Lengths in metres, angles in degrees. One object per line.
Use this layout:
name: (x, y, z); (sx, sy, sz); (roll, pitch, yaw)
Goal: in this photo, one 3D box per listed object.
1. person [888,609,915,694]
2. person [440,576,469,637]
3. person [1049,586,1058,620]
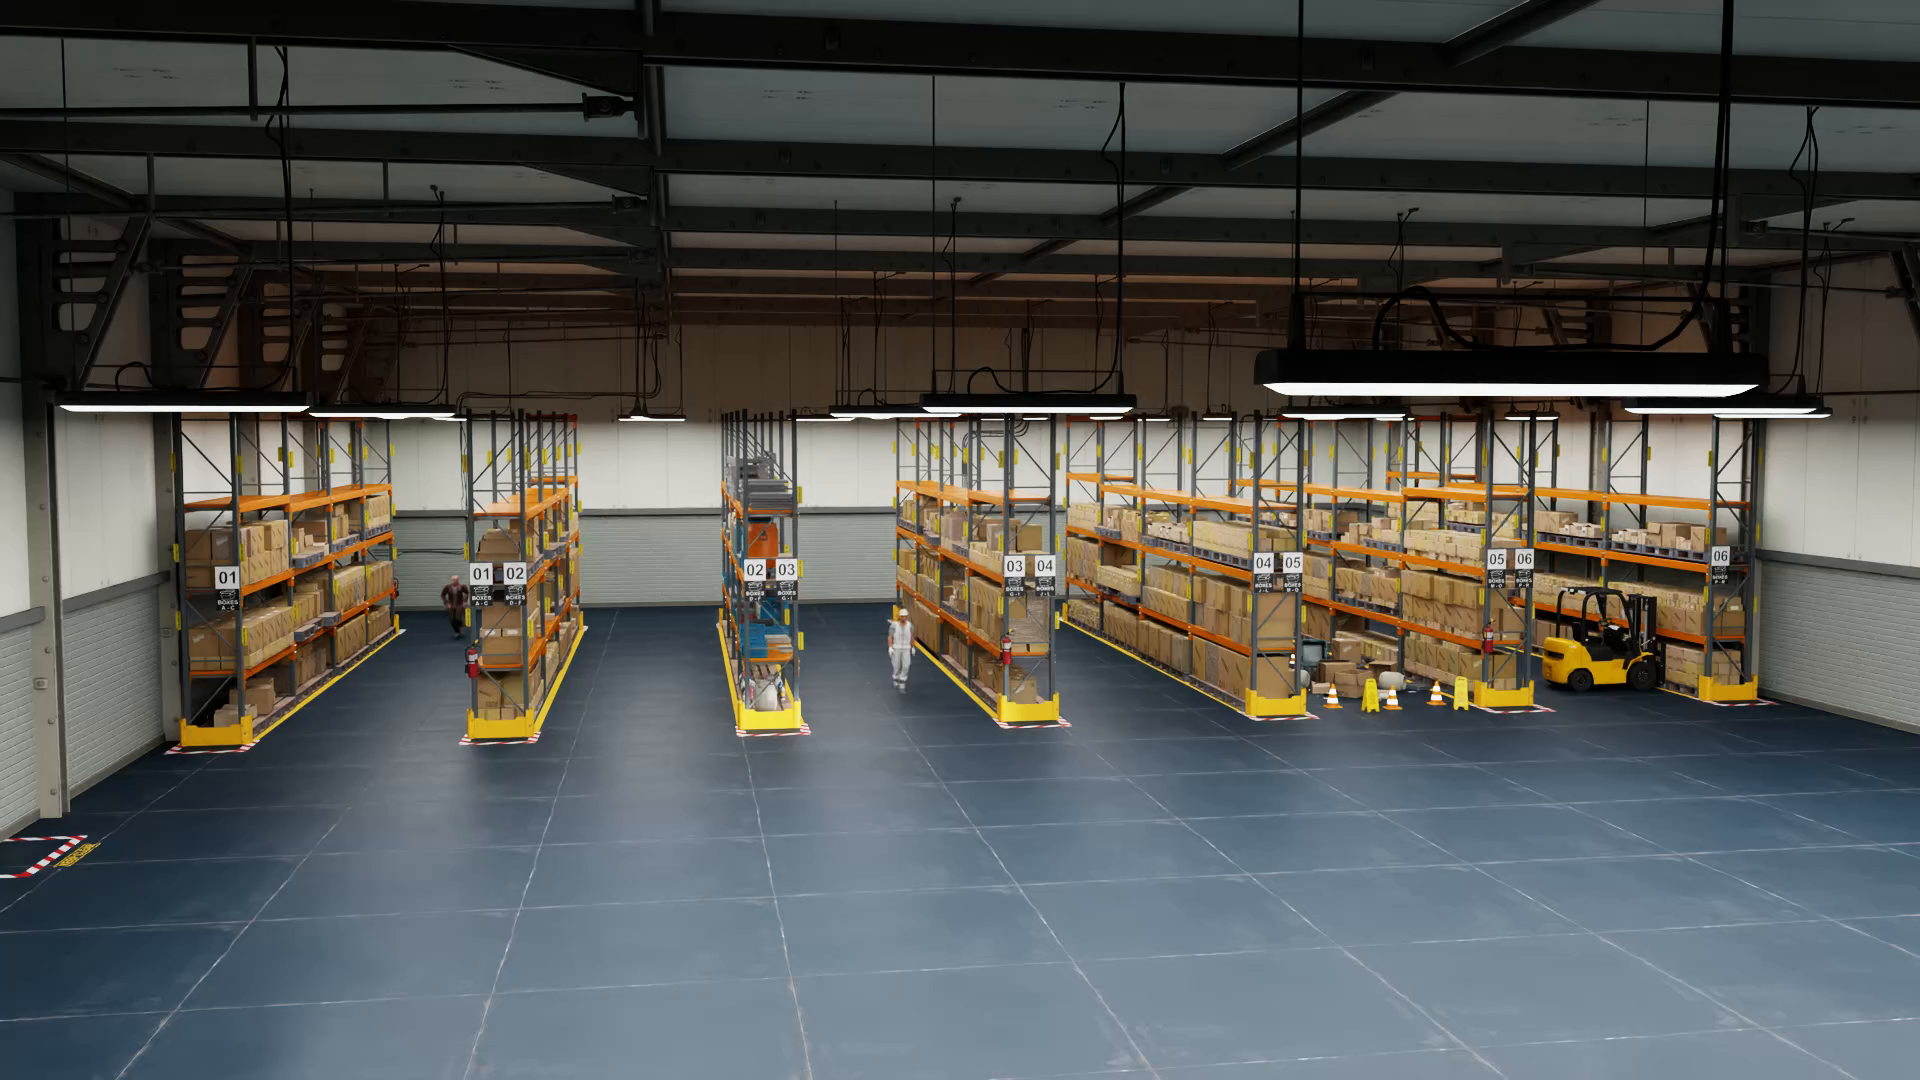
person: (-1.239, 2.382, 35.557); (0.616, 1.822, 0.657); (-1, 4, -12)
person: (-13.551, 1.778, 44.645); (0.687, 1.683, 0.666); (0, 4, -3)
person: (2.395, 1.718, 45.989); (0.613, 1.605, 0.737); (0, 4, 0)
